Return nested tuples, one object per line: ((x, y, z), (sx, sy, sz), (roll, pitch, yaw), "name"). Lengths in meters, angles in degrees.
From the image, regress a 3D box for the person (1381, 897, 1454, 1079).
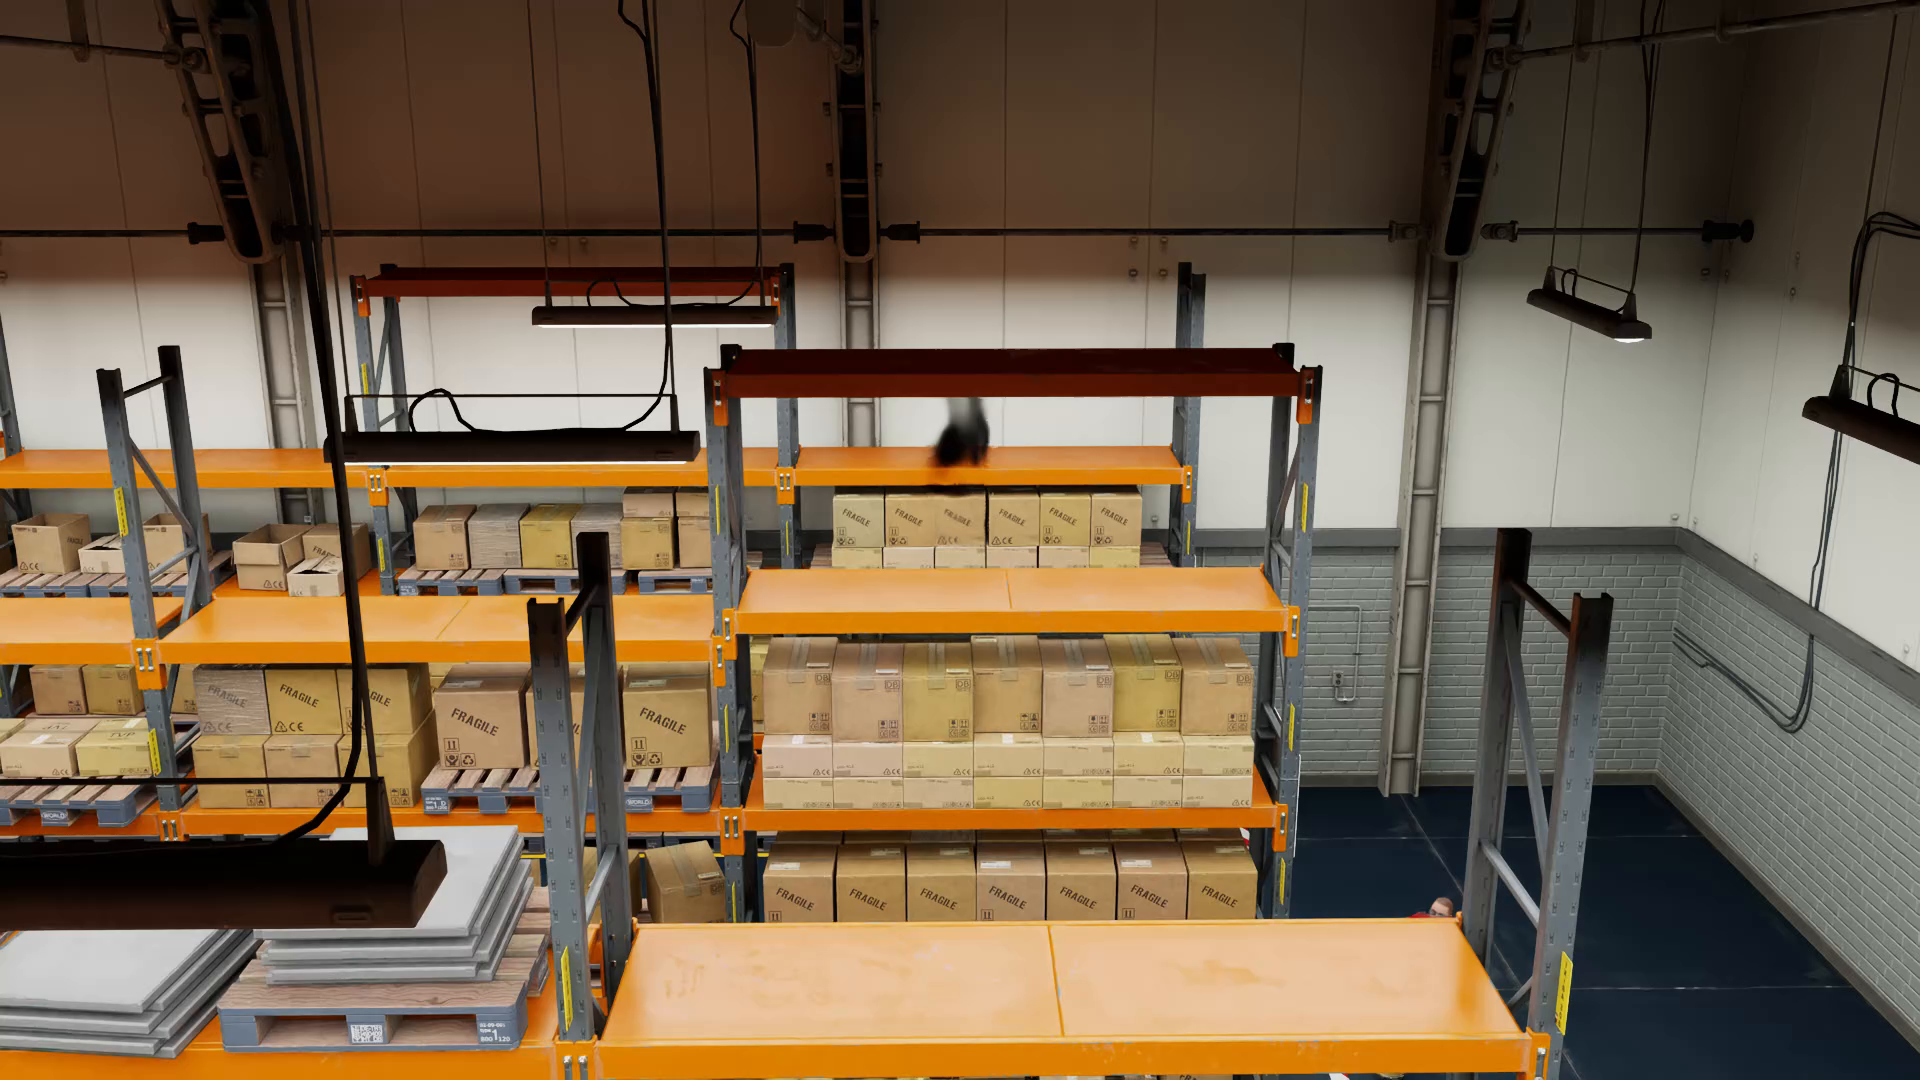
((3.780, 3.573, 13.318), (0.571, 1.665, 0.757), (-15, 22, -41), "person")
